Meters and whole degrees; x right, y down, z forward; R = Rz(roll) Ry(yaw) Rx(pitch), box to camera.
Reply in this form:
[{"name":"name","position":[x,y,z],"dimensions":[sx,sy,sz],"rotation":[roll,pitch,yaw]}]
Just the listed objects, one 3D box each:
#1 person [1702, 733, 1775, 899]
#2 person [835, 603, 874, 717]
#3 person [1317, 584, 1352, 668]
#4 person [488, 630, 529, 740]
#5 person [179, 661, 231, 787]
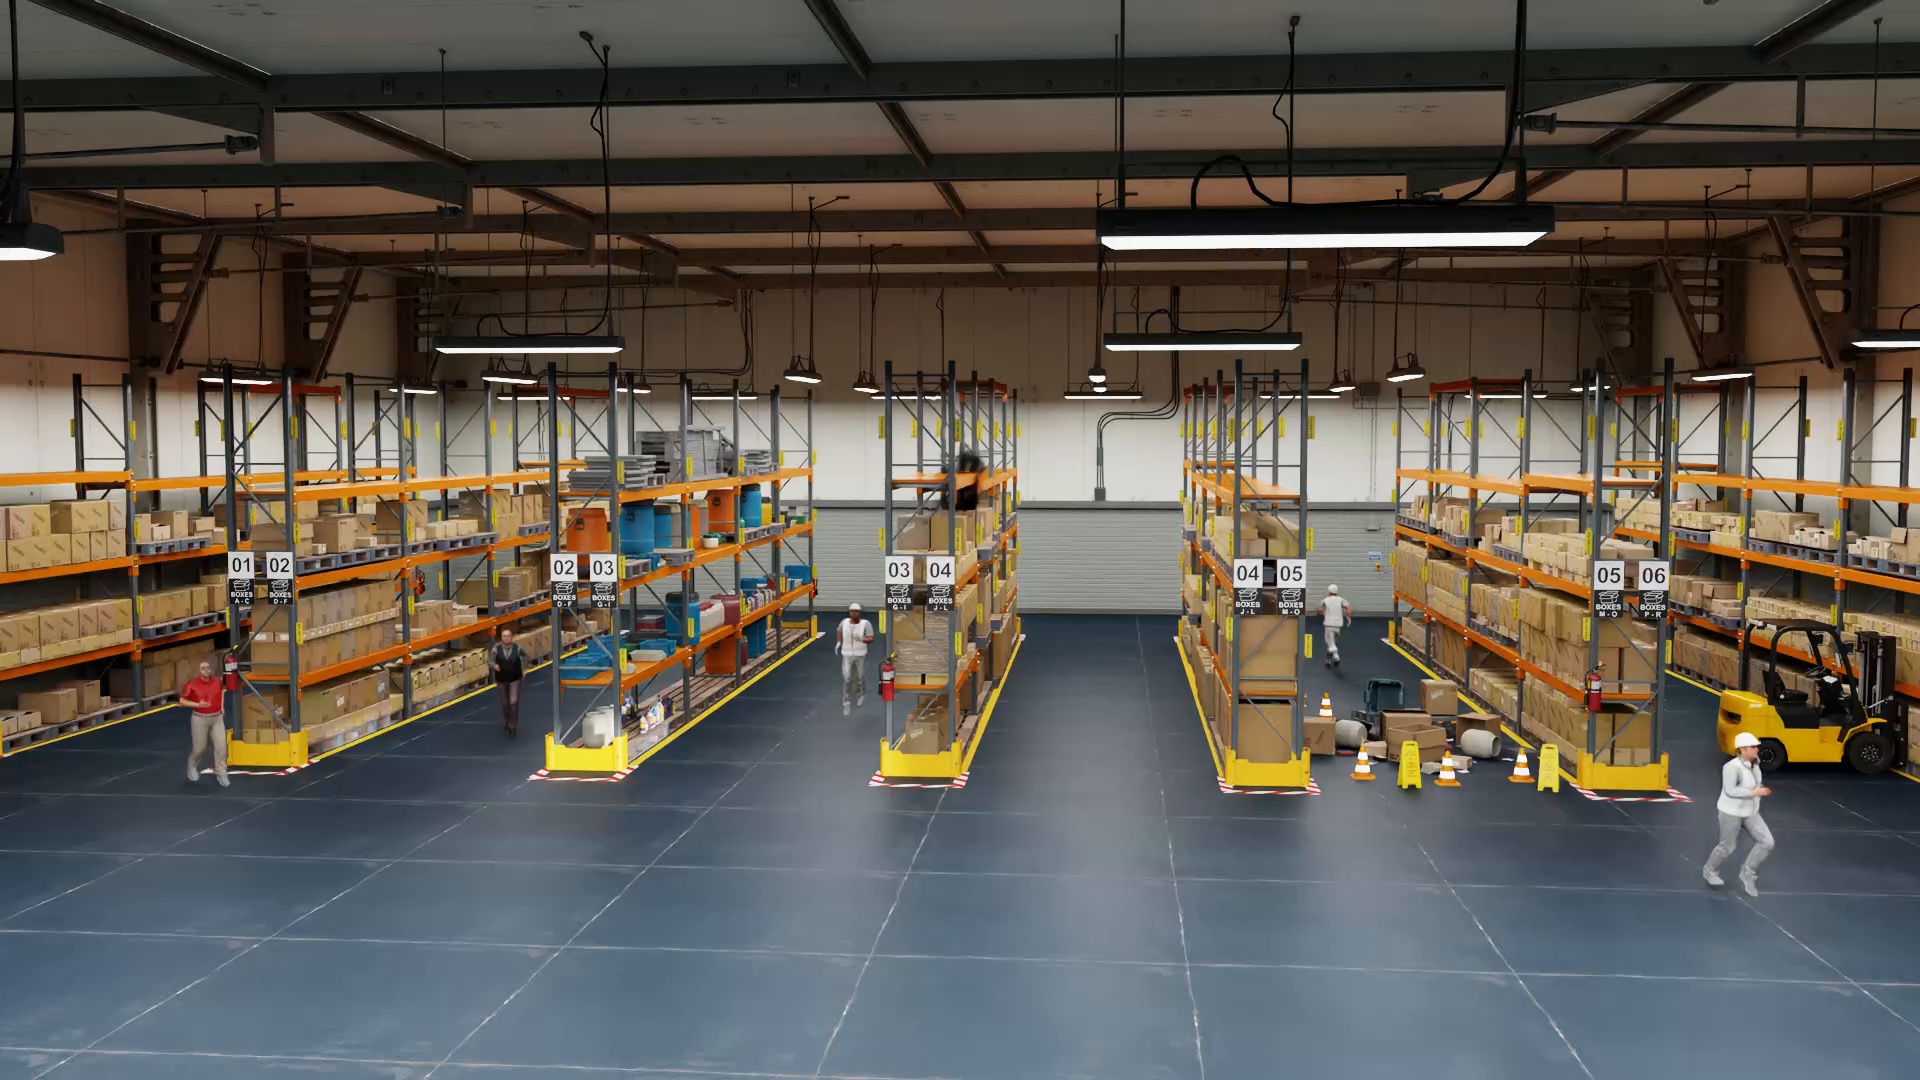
[{"name":"person","position":[8.395,2.943,17.916],"dimensions":[0.680,1.783,0.822],"rotation":[-2,4,-31]},{"name":"person","position":[-1.781,2.000,28.037],"dimensions":[0.670,1.881,0.772],"rotation":[0,4,2]},{"name":"person","position":[7.783,1.827,34.673],"dimensions":[0.687,1.789,1.054],"rotation":[0,4,-1]},{"name":"person","position":[-7.417,2.340,27.293],"dimensions":[0.609,1.754,0.889],"rotation":[0,4,-5]},{"name":"person","position":[-10.688,2.591,23.549],"dimensions":[0.865,1.768,0.678],"rotation":[3,5,40]}]
